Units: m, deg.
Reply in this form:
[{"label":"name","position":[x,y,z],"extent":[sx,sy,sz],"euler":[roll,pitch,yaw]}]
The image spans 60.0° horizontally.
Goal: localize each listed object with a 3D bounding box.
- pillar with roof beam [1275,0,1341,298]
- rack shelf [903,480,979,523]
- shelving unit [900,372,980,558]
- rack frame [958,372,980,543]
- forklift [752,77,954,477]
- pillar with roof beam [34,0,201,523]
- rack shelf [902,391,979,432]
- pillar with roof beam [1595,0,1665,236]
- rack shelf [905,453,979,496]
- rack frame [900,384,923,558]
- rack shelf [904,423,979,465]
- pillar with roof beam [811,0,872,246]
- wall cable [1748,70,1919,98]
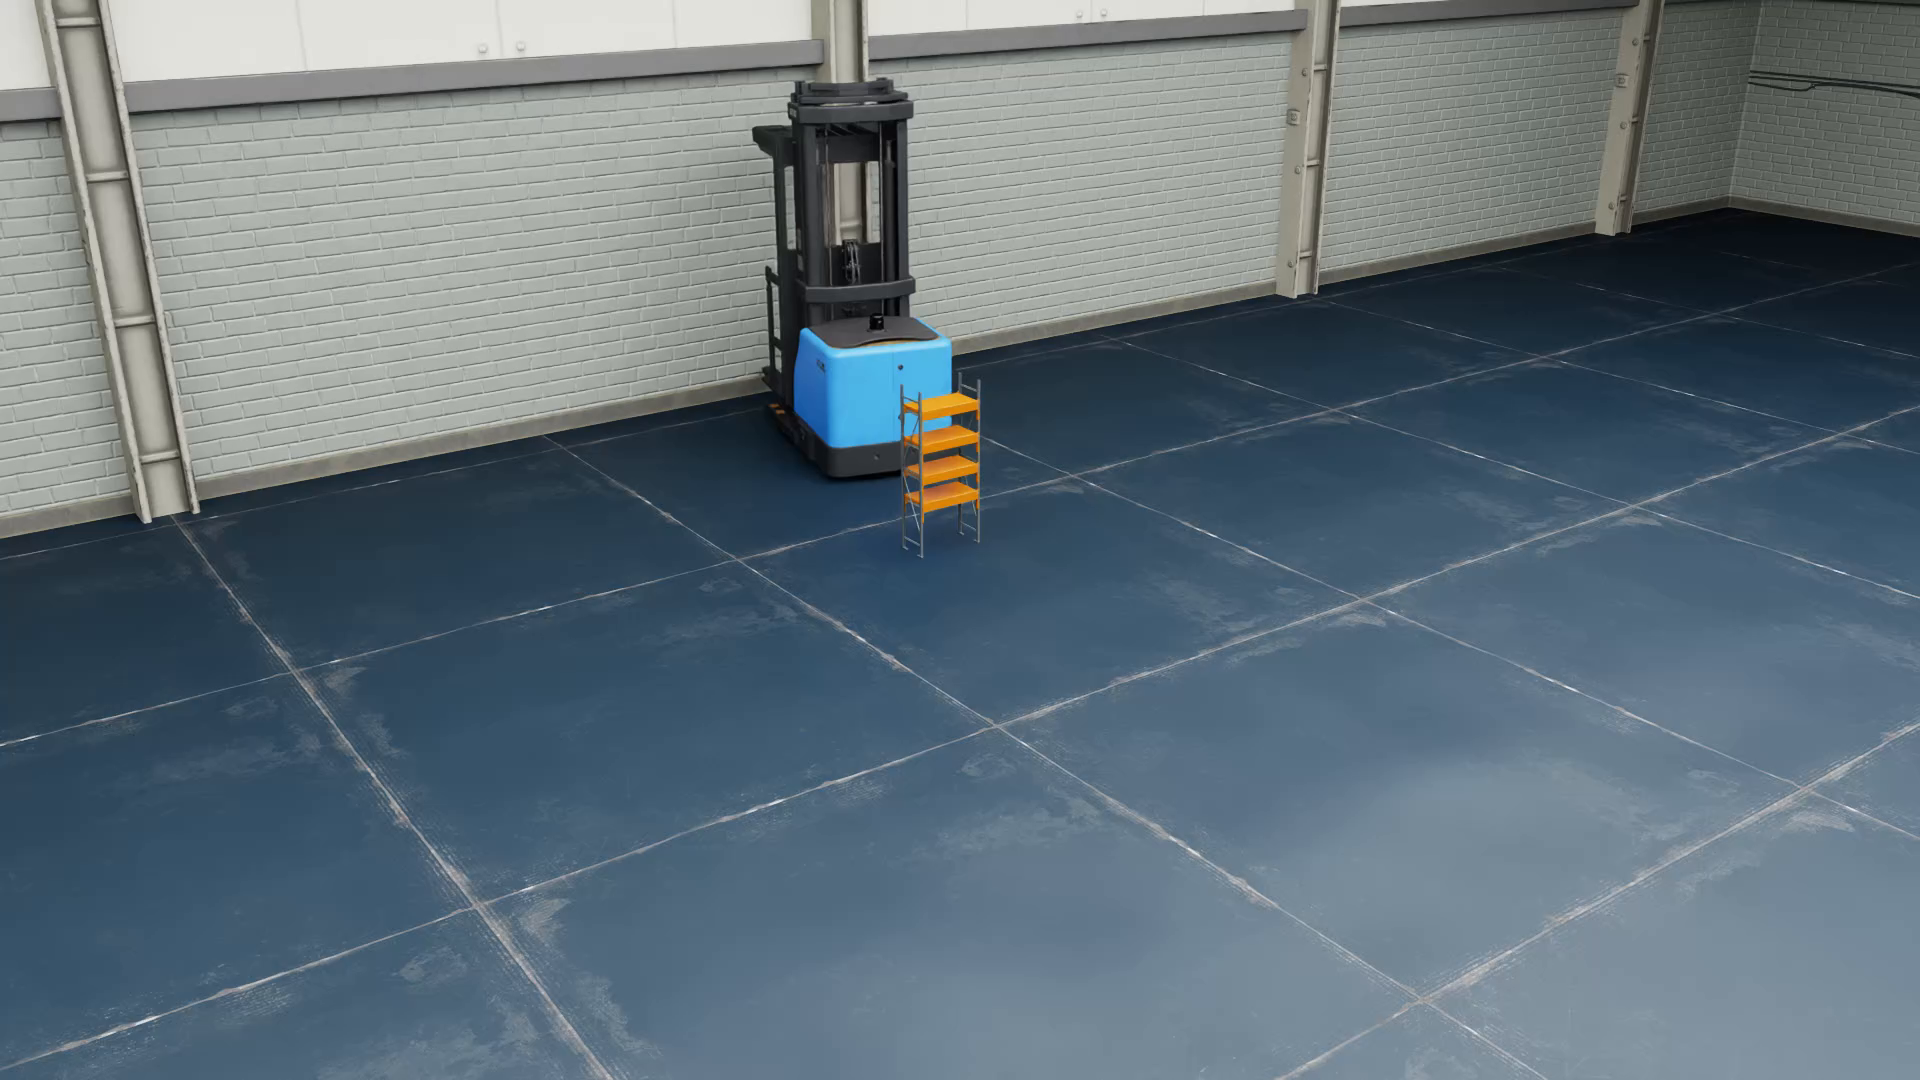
[{"label":"pillar with roof beam","position":[6.336,-5.692,14.018],"extent":[0.400,9.000,9.100],"euler":[-15,26,-33]},{"label":"rack shelf","position":[-0.134,-0.275,11.683],"extent":[0.480,0.148,0.258],"euler":[-15,26,-33]},{"label":"shelving unit","position":[-0.134,-0.521,11.584],"extent":[0.503,1.200,0.258],"euler":[-15,26,-33]},{"label":"rack frame","position":[0.064,-0.574,11.717],"extent":[0.015,1.200,0.240],"euler":[-15,26,-33]},{"label":"forklift","position":[-1.051,-2.362,13.861],"extent":[1.130,2.935,3.031],"euler":[-8,23,-19]},{"label":"pillar with roof beam","position":[-3.405,-3.094,7.509],"extent":[0.400,9.000,9.100],"euler":[-15,26,-33]},{"label":"rack shelf","position":[-0.134,-0.886,11.439],"extent":[0.480,0.148,0.258],"euler":[-15,26,-33]},{"label":"pillar with roof beam","position":[11.207,-6.991,17.273],"extent":[0.400,9.000,9.100],"euler":[-15,26,-33]},{"label":"rack shelf","position":[-0.134,-0.459,11.609],"extent":[0.480,0.148,0.258],"euler":[-15,26,-33]},{"label":"rack frame","position":[-0.332,-0.469,11.452],"extent":[0.015,1.200,0.240],"euler":[-15,26,-33]},{"label":"rack shelf","position":[-0.134,-0.667,11.526],"extent":[0.480,0.148,0.258],"euler":[-15,26,-33]},{"label":"pillar with roof beam","position":[1.466,-4.393,10.764],"extent":[0.400,9.000,9.100],"euler":[-15,26,-33]},{"label":"wall cable","position":[11.856,-7.083,21.695],"extent":[0.112,2.526,3.097],"euler":[-15,26,-33]}]
